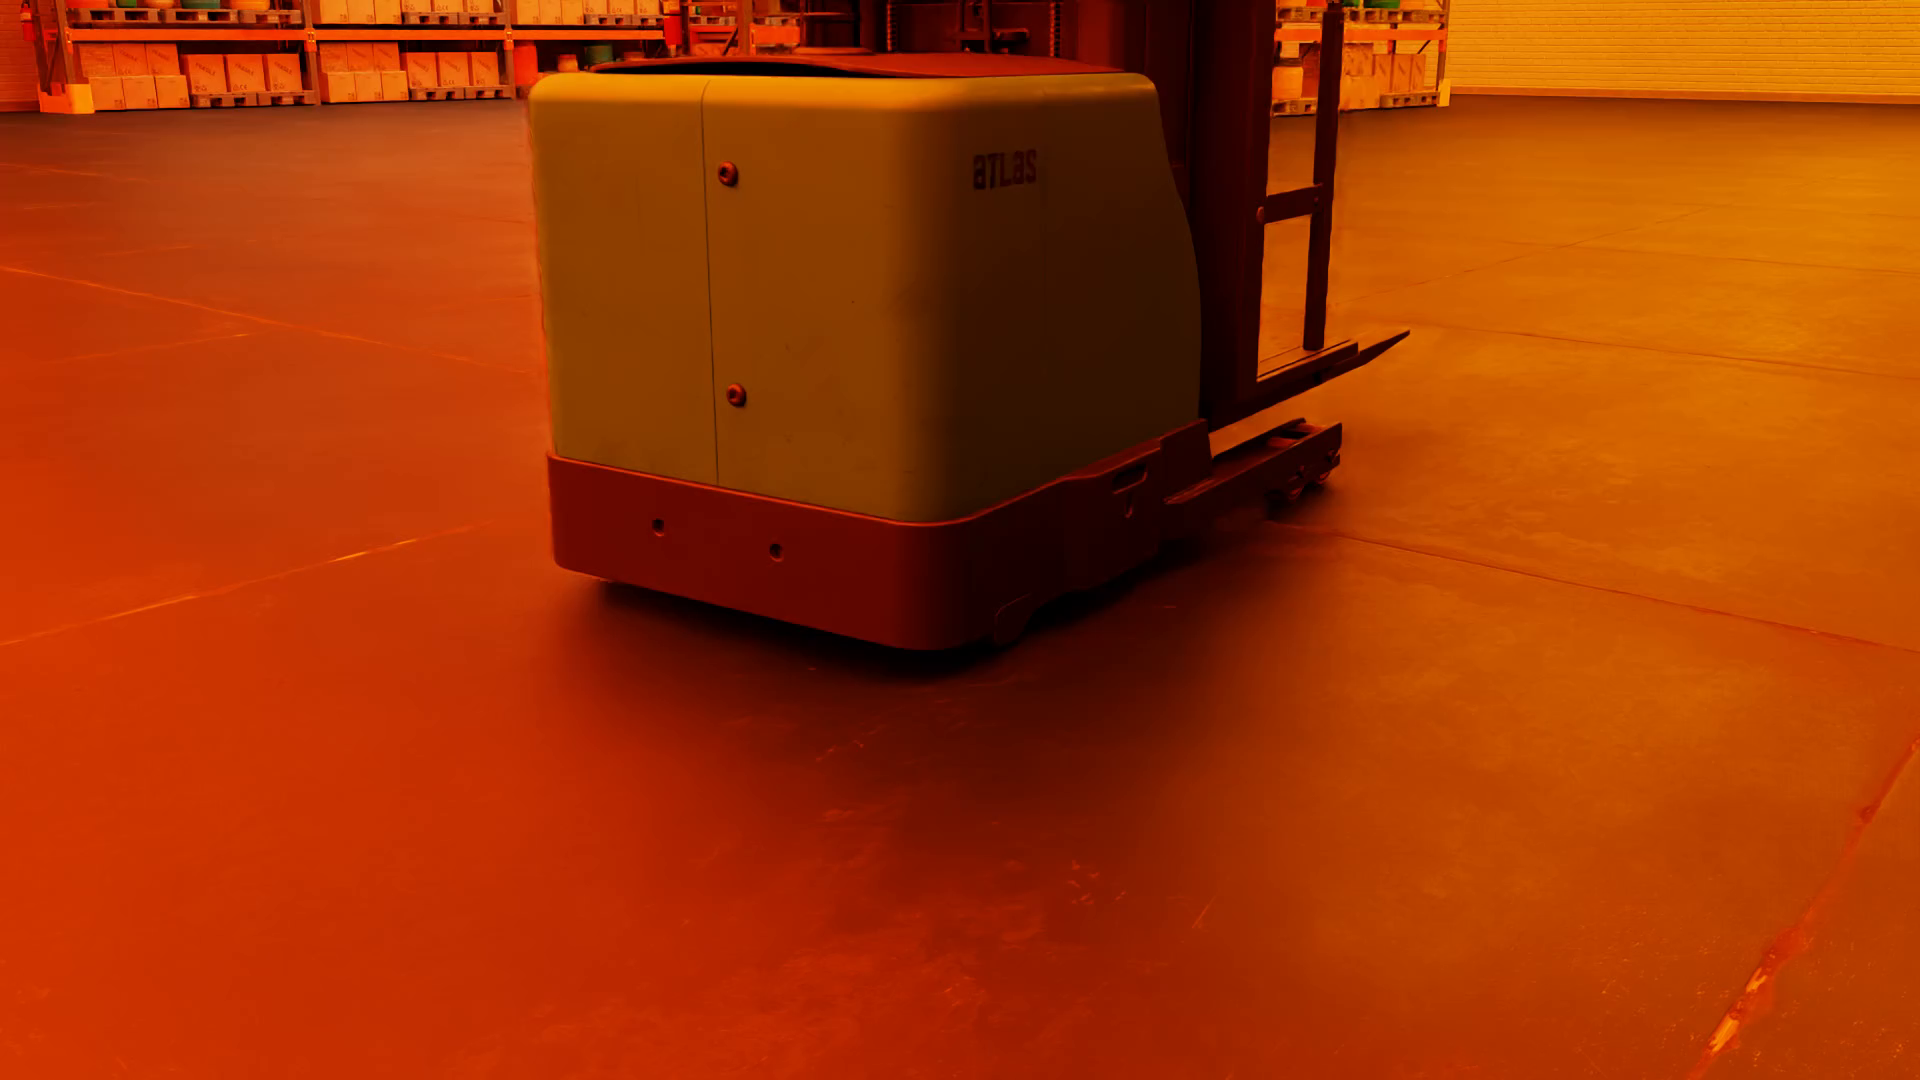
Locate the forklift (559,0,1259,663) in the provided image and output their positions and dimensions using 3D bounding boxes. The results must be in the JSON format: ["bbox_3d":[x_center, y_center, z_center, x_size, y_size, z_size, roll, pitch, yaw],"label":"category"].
[{"bbox_3d":[0.182,-1.571,4.072,1.130,2.935,3.031,5,18,17],"label":"forklift"}]
